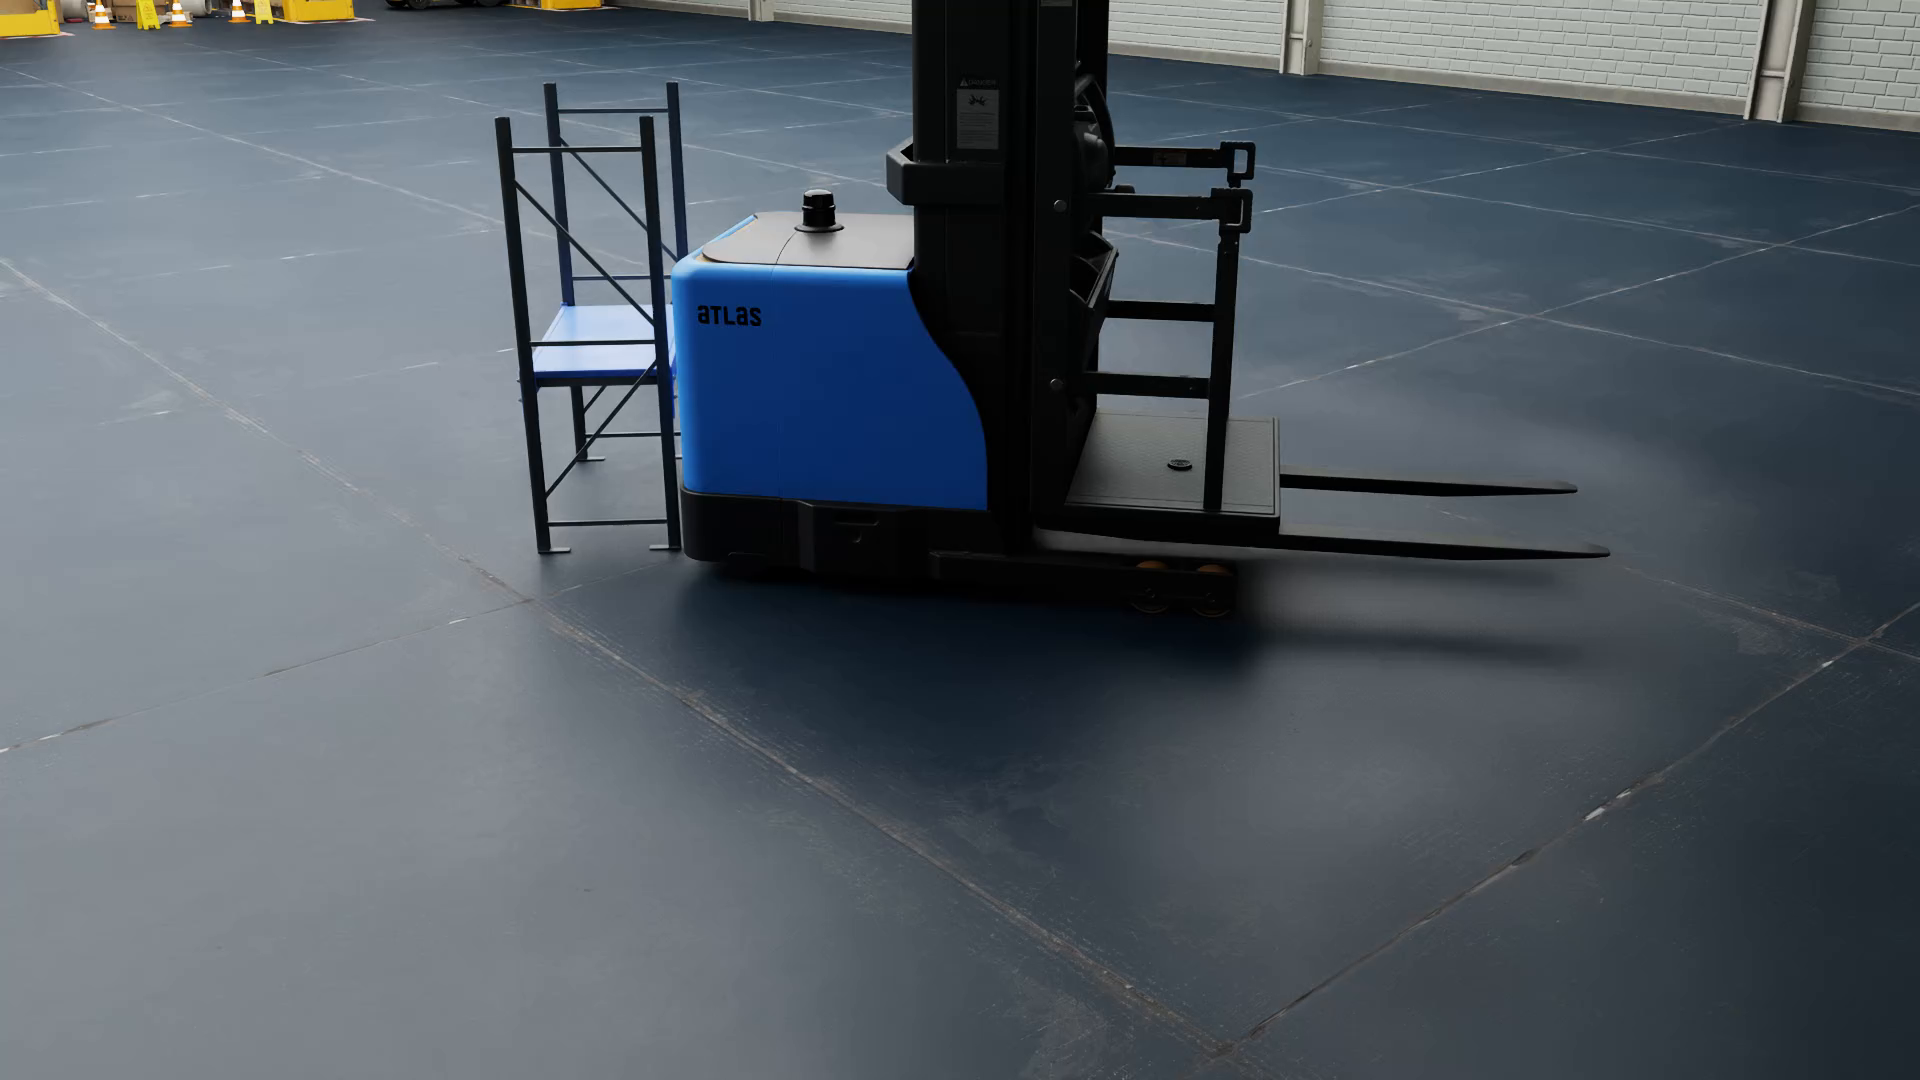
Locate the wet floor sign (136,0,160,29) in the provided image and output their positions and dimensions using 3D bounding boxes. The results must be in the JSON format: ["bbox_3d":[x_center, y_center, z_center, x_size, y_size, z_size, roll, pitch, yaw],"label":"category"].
[{"bbox_3d":[-13.593,-8.874,27.755,0.232,0.644,0.267,17,27,36],"label":"wet floor sign"}]

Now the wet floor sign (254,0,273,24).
[{"bbox_3d":[-12.115,-9.309,28.868,0.267,0.644,0.232,-8,23,-19],"label":"wet floor sign"}]

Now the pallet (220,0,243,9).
[{"bbox_3d":[-13.574,-10.343,32.101,1.003,0.211,1.213,-17,27,-37],"label":"pallet"}]

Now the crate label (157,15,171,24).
[{"bbox_3d":[-13.865,-9.036,28.866,0.298,0.136,0.250,7,23,18],"label":"crate label"}]

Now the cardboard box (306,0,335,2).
[{"bbox_3d":[-11.745,-9.917,30.385,0.500,0.250,0.500,-18,28,-38],"label":"cardboard box"}]

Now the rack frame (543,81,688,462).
[{"bbox_3d":[-1.320,-1.032,6.563,0.500,1.500,0.032,-2,21,-4],"label":"rack frame"}]

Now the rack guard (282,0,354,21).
[{"bbox_3d":[-11.478,-9.570,29.732,1.175,0.500,0.348,-17,27,-37],"label":"rack guard"}]

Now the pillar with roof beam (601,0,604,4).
[{"bbox_3d":[-10.703,-14.071,29.571,9.100,9.000,0.400,-17,27,-37],"label":"pillar with roof beam"}]

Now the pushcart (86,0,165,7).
[{"bbox_3d":[-15.734,-10.040,31.102,0.936,0.377,1.648,12,24,27],"label":"pushcart"}]

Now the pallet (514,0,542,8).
[{"bbox_3d":[-8.201,-10.799,33.265,1.003,0.211,1.213,-17,27,-37],"label":"pallet"}]

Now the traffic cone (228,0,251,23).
[{"bbox_3d":[-12.686,-9.343,29.205,0.336,0.463,0.334,-17,27,-37],"label":"traffic cone"}]

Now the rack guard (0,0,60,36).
[{"bbox_3d":[-15.097,-8.336,26.582,1.175,0.500,0.348,-17,27,-37],"label":"rack guard"}]

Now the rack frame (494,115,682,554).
[{"bbox_3d":[-1.240,-0.663,5.620,0.500,1.500,0.032,-2,21,-4],"label":"rack frame"}]

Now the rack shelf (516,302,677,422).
[{"bbox_3d":[-1.280,-0.680,6.157,0.538,0.185,1.000,-2,21,-4],"label":"rack shelf"}]

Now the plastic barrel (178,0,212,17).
[{"bbox_3d":[-13.923,-9.724,30.229,0.512,0.421,0.421,0,21,-1],"label":"plastic barrel"}]

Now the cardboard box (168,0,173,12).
[{"bbox_3d":[-14.371,-10.035,30.917,0.500,0.500,0.500,0,21,-1],"label":"cardboard box"}]

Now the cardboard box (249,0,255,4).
[{"bbox_3d":[-12.838,-10.076,30.790,0.500,0.250,0.500,-19,28,-39],"label":"cardboard box"}]

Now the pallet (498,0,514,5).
[{"bbox_3d":[-8.993,-11.135,34.125,1.003,0.211,1.213,-17,27,-37],"label":"pallet"}]

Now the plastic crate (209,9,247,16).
[{"bbox_3d":[-13.636,-9.830,30.971,0.583,0.080,0.402,12,24,27],"label":"plastic crate"}]

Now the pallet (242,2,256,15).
[{"bbox_3d":[-12.773,-10.005,31.240,1.003,0.211,1.213,-17,27,-37],"label":"pallet"}]

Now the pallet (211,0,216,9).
[{"bbox_3d":[-14.549,-10.734,33.101,1.003,0.211,1.213,-17,27,-37],"label":"pallet"}]

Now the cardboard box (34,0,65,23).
[{"bbox_3d":[-15.932,-9.264,28.949,0.500,0.500,0.500,-12,25,-28],"label":"cardboard box"}]

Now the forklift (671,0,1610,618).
[{"bbox_3d":[0.621,-1.325,5.349,3.031,2.935,1.130,4,22,9],"label":"forklift"}]

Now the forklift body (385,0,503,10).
[{"bbox_3d":[-10.290,-11.590,32.626,2.313,2.155,1.214,-17,27,-37],"label":"forklift body"}]

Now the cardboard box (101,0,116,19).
[{"bbox_3d":[-15.109,-9.753,30.008,0.797,0.637,0.503,-17,27,-37],"label":"cardboard box"}]

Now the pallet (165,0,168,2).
[{"bbox_3d":[-16.141,-11.409,34.822,1.003,0.211,1.213,-17,27,-37],"label":"pallet"}]

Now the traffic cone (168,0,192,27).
[{"bbox_3d":[-13.305,-8.985,28.290,0.336,0.463,0.334,-17,27,-37],"label":"traffic cone"}]

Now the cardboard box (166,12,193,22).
[{"bbox_3d":[-13.814,-9.267,29.439,0.380,0.149,0.250,-4,22,-10],"label":"cardboard box"}]

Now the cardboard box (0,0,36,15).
[{"bbox_3d":[-15.605,-8.884,26.892,0.875,0.875,0.875,-17,27,-37],"label":"cardboard box"}]

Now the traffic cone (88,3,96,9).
[{"bbox_3d":[-16.856,-10.488,32.128,0.336,0.463,0.334,-17,27,-37],"label":"traffic cone"}]

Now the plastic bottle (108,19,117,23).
[{"bbox_3d":[-14.899,-9.088,29.104,0.283,0.061,0.133,12,24,27],"label":"plastic bottle"}]

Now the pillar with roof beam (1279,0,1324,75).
[{"bbox_3d":[1.046,-9.098,16.873,9.100,9.000,0.400,-17,27,-37],"label":"pillar with roof beam"}]

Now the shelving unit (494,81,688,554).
[{"bbox_3d":[-1.280,-0.848,6.091,0.538,1.500,1.048,-2,21,-4],"label":"shelving unit"}]

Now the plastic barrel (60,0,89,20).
[{"bbox_3d":[-15.821,-9.464,29.566,0.512,0.421,0.421,0,21,-1],"label":"plastic barrel"}]

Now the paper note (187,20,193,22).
[{"bbox_3d":[-13.553,-9.118,29.221,0.142,0.019,0.148,12,24,27],"label":"paper note"}]

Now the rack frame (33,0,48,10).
[{"bbox_3d":[-15.112,-9.507,26.143,1.000,3.000,0.127,-17,27,-37],"label":"rack frame"}]

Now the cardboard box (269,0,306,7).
[{"bbox_3d":[-12.175,-9.794,30.071,0.500,0.250,0.500,-18,27,-38],"label":"cardboard box"}]

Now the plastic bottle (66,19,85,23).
[{"bbox_3d":[-15.470,-9.085,29.095,0.133,0.061,0.283,12,24,27],"label":"plastic bottle"}]

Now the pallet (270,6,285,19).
[{"bbox_3d":[-11.981,-9.668,30.379,1.003,0.211,1.213,-17,27,-37],"label":"pallet"}]

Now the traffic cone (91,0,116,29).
[{"bbox_3d":[-14.383,-8.810,27.843,0.336,0.463,0.334,-17,27,-37],"label":"traffic cone"}]

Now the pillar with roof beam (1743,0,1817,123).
[{"bbox_3d":[4.963,-7.440,12.641,9.100,9.000,0.400,-17,27,-37],"label":"pillar with roof beam"}]

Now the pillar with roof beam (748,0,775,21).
[{"bbox_3d":[-6.787,-12.413,25.338,9.100,9.000,0.400,-17,27,-37],"label":"pillar with roof beam"}]

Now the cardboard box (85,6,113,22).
[{"bbox_3d":[-15.206,-9.302,29.370,0.396,0.266,0.258,-12,25,-28],"label":"cardboard box"}]

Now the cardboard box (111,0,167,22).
[{"bbox_3d":[-14.493,-9.433,29.378,0.637,0.503,0.797,3,22,9],"label":"cardboard box"}]

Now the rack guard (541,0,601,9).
[{"bbox_3d":[-7.655,-10.725,32.681,1.175,0.500,0.348,-17,27,-37],"label":"rack guard"}]

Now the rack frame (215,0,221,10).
[{"bbox_3d":[-14.039,-11.818,32.044,1.000,3.000,0.127,-17,27,-37],"label":"rack frame"}]

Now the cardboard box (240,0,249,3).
[{"bbox_3d":[-13.153,-10.215,31.147,0.500,0.250,0.500,-18,28,-38],"label":"cardboard box"}]
